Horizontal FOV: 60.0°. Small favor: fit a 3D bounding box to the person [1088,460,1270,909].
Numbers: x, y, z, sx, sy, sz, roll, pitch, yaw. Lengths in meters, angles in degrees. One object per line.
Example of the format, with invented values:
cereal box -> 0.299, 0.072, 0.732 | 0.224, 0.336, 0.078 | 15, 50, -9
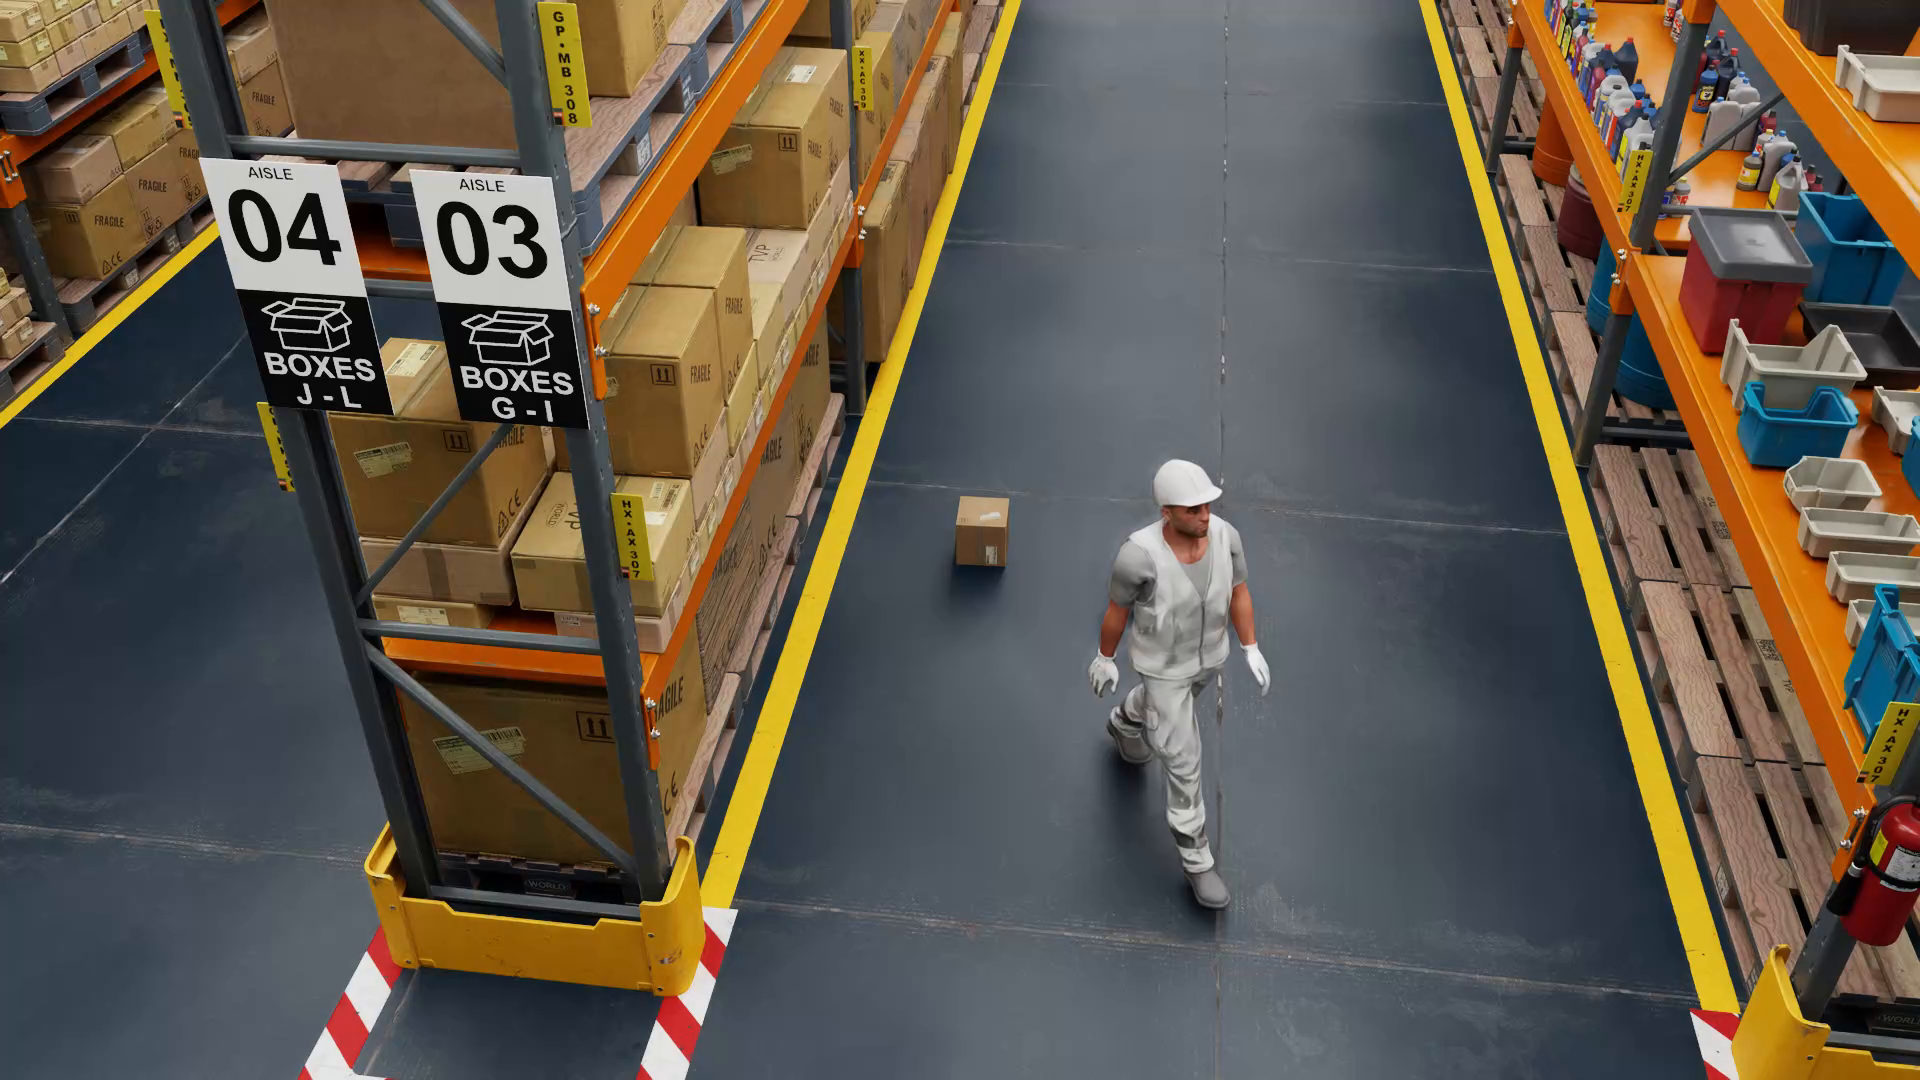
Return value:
person -> 0.859, 0.465, 6.387 | 0.581, 1.737, 1.099 | -19, 40, -25
